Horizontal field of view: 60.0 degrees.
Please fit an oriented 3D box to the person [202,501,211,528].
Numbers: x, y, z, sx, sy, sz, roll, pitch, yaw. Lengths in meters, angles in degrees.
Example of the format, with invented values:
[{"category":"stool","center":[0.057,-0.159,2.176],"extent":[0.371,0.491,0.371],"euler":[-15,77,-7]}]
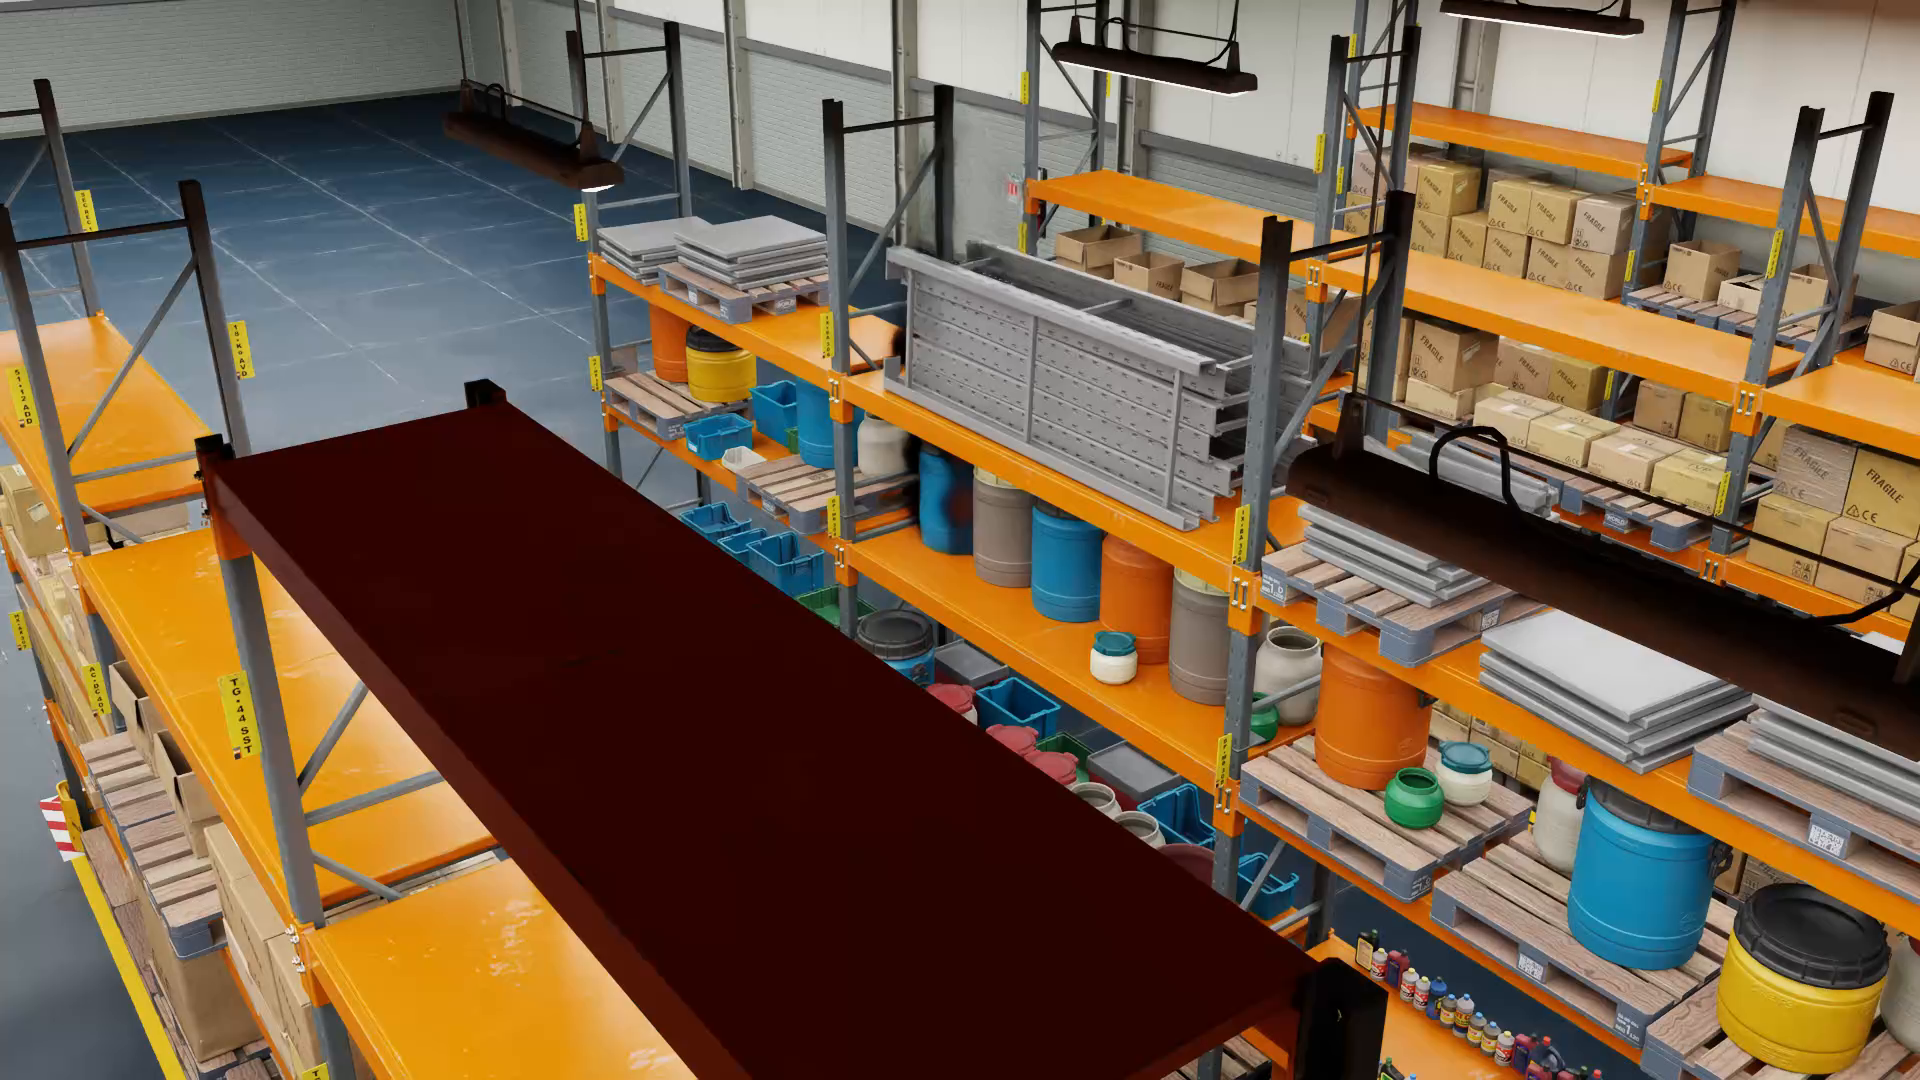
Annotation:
[{"category":"person","center":[-7.438,0.009,16.913],"extent":[0.592,1.732,0.672],"euler":[-4,25,-9]}]
